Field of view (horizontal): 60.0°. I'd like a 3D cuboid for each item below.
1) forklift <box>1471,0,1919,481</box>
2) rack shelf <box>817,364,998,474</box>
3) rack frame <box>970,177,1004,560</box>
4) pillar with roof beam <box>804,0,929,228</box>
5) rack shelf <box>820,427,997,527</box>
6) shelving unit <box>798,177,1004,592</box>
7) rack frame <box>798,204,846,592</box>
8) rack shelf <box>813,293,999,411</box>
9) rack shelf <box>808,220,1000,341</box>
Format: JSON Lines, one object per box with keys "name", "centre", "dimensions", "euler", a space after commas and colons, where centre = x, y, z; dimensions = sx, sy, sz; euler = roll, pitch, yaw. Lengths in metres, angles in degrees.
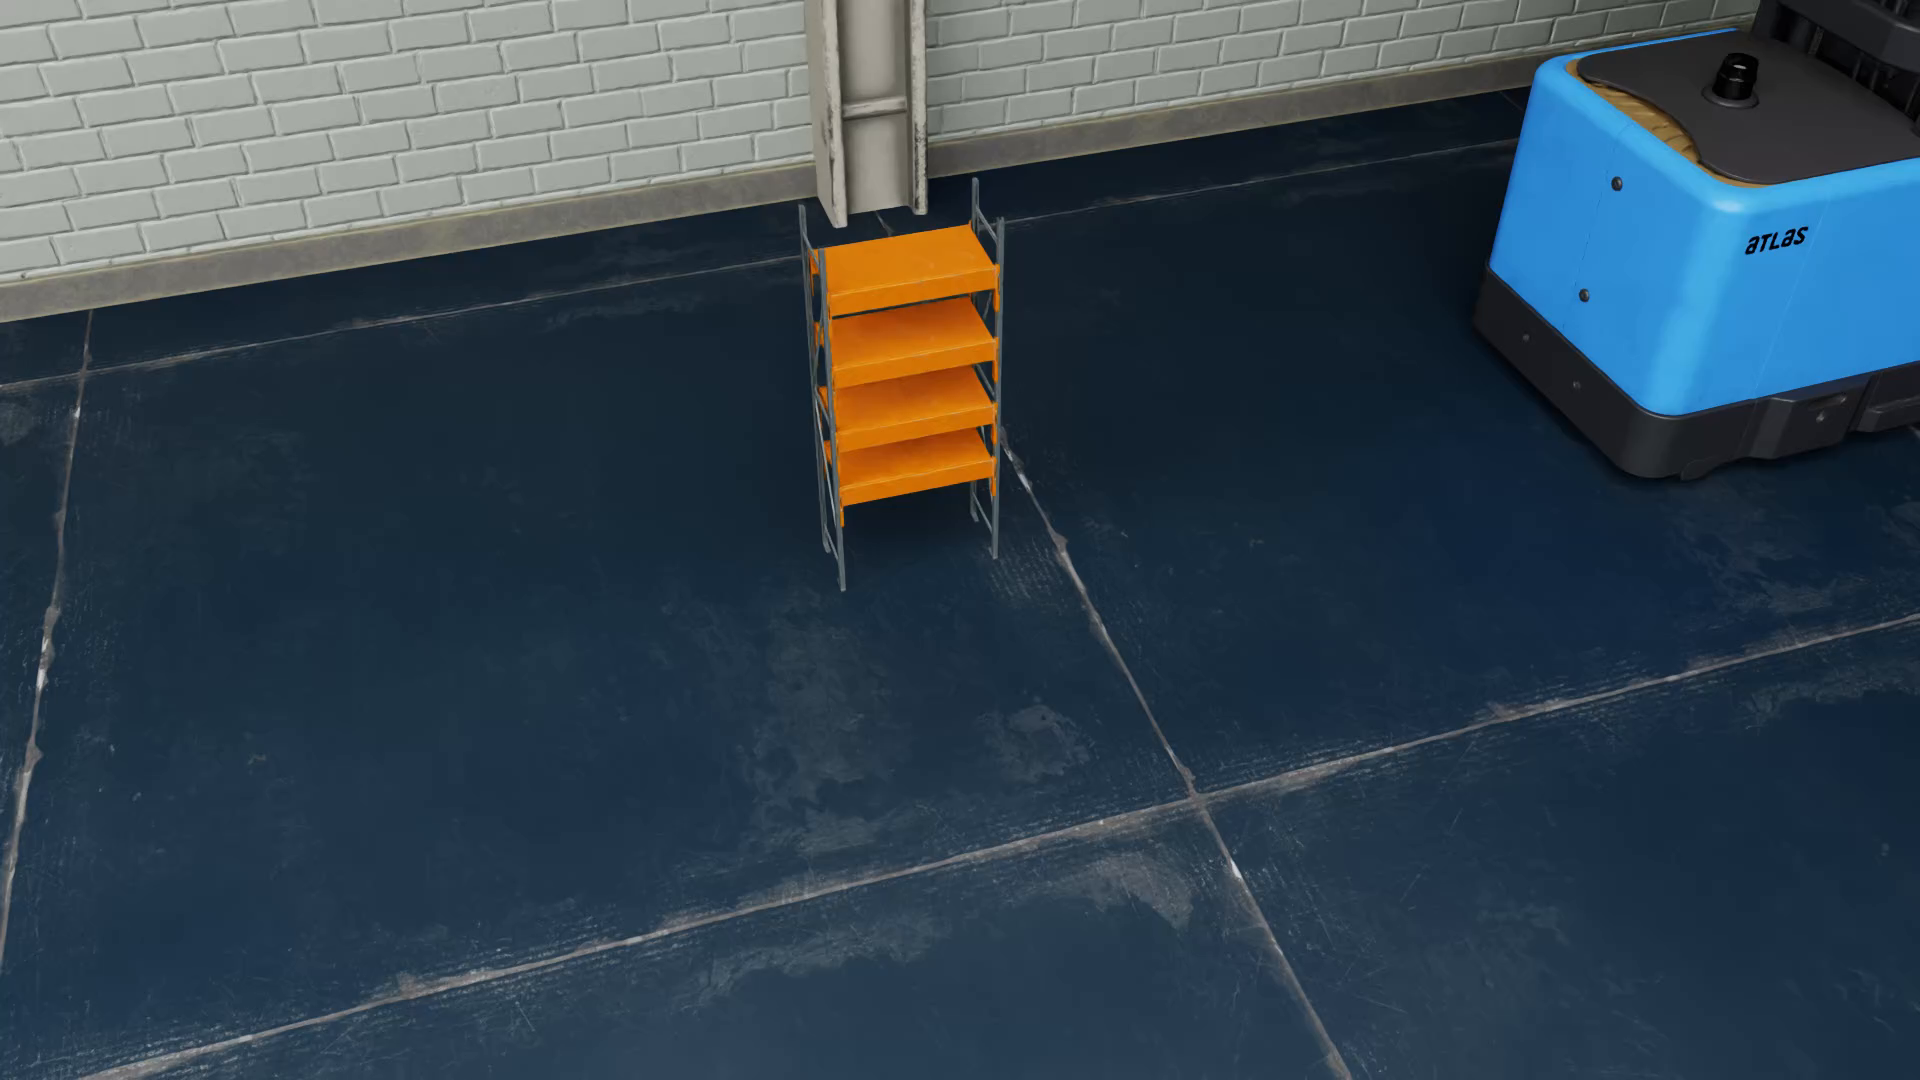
{"name": "forklift", "centre": [3.434, -1.879, 5.173], "dimensions": [3.031, 2.935, 1.130], "euler": [-13, 43, -14]}
{"name": "rack shelf", "centre": [-0.158, -0.368, 4.862], "dimensions": [0.480, 0.148, 0.258], "euler": [-12, 42, -13]}
{"name": "rack frame", "centre": [0.075, -0.467, 4.873], "dimensions": [0.015, 1.200, 0.240], "euler": [-12, 42, -13]}
{"name": "pillar with roof beam", "centre": [0.931, -2.075, 0.786], "dimensions": [0.400, 9.000, 9.100], "euler": [-12, 42, -13]}
{"name": "rack shelf", "centre": [-0.158, -0.219, 4.993], "dimensions": [0.480, 0.148, 0.258], "euler": [-12, 42, -13]}
{"name": "shelving unit", "centre": [-0.158, -0.419, 4.818], "dimensions": [0.503, 1.200, 0.258], "euler": [-12, 42, -13]}
{"name": "rack frame", "centre": [-0.391, -0.371, 4.763], "dimensions": [0.015, 1.200, 0.240], "euler": [-12, 42, -13]}
{"name": "rack shelf", "centre": [-0.158, -0.537, 4.715], "dimensions": [0.480, 0.148, 0.258], "euler": [-12, 42, -13]}
{"name": "rack shelf", "centre": [-0.158, -0.715, 4.559], "dimensions": [0.480, 0.148, 0.258], "euler": [-12, 42, -13]}
